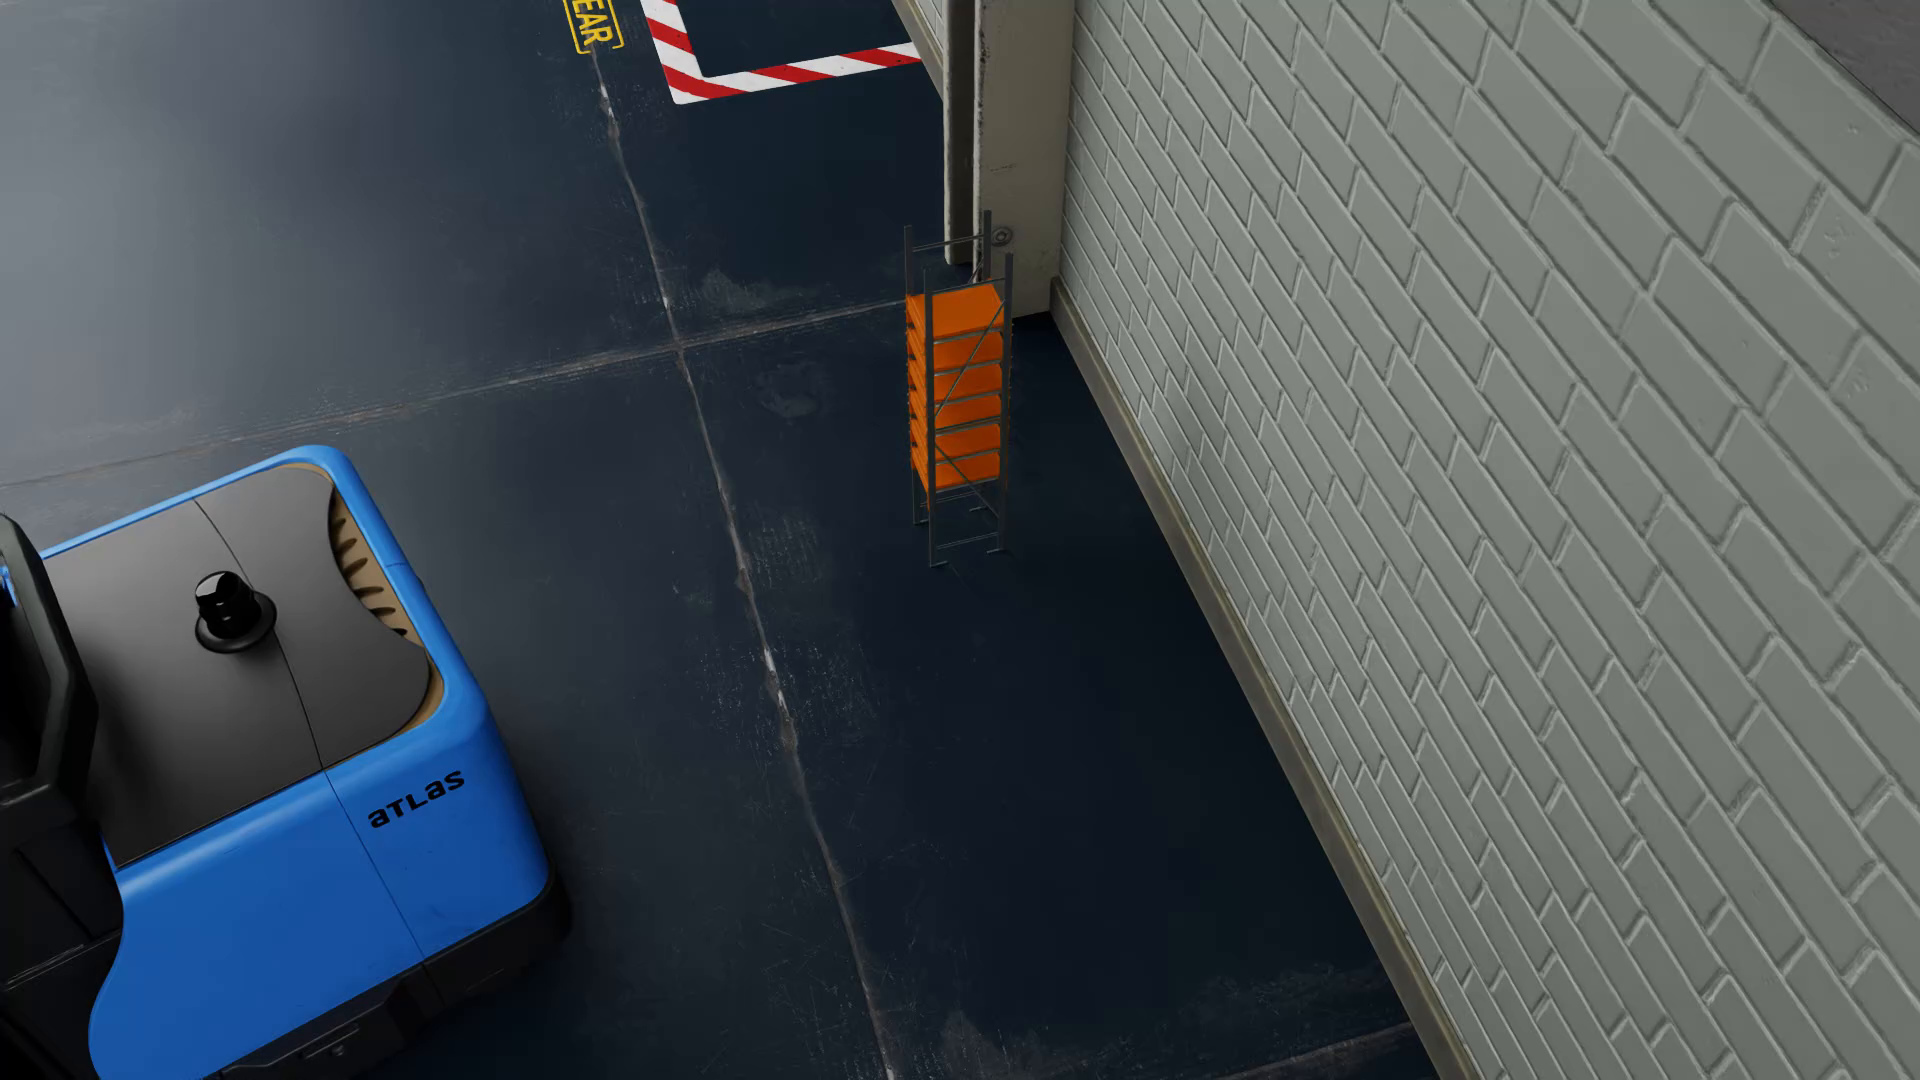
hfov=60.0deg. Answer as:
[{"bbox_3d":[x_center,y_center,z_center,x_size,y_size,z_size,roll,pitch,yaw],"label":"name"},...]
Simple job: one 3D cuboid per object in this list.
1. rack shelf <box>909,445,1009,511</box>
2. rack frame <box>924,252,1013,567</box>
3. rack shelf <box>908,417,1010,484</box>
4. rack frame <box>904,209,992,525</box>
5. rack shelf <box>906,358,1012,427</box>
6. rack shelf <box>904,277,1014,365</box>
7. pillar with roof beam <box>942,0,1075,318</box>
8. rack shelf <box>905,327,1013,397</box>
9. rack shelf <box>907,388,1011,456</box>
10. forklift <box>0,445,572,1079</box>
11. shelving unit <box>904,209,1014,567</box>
[{"bbox_3d":[-0.004,-0.214,5.018,0.258,0.103,0.180,-13,51,-11],"label":"rack shelf"},{"bbox_3d":[0.023,-0.330,4.744,0.240,1.200,0.006,-13,51,-11],"label":"rack frame"},{"bbox_3d":[-0.004,-0.291,4.926,0.258,0.103,0.180,-13,51,-11],"label":"rack shelf"},{"bbox_3d":[-0.031,-0.464,4.857,0.240,1.200,0.006,-13,51,-11],"label":"rack frame"},{"bbox_3d":[-0.004,-0.446,4.742,0.258,0.103,0.180,-13,51,-11],"label":"rack shelf"},{"bbox_3d":[-0.004,-0.601,4.559,0.258,0.103,0.180,-13,51,-11],"label":"rack shelf"},{"bbox_3d":[-3.964,-2.867,1.781,9.100,9.000,0.400,-13,51,-11],"label":"pillar with roof beam"},{"bbox_3d":[-0.004,-0.523,4.651,0.258,0.103,0.180,-13,51,-11],"label":"rack shelf"},{"bbox_3d":[-0.004,-0.369,4.834,0.258,0.103,0.180,-13,51,-11],"label":"rack shelf"},{"bbox_3d":[-2.522,0.417,2.982,3.031,2.935,1.130,-27,55,-21],"label":"forklift"},{"bbox_3d":[-0.004,-0.397,4.800,0.258,1.200,0.189,-13,51,-11],"label":"shelving unit"}]
